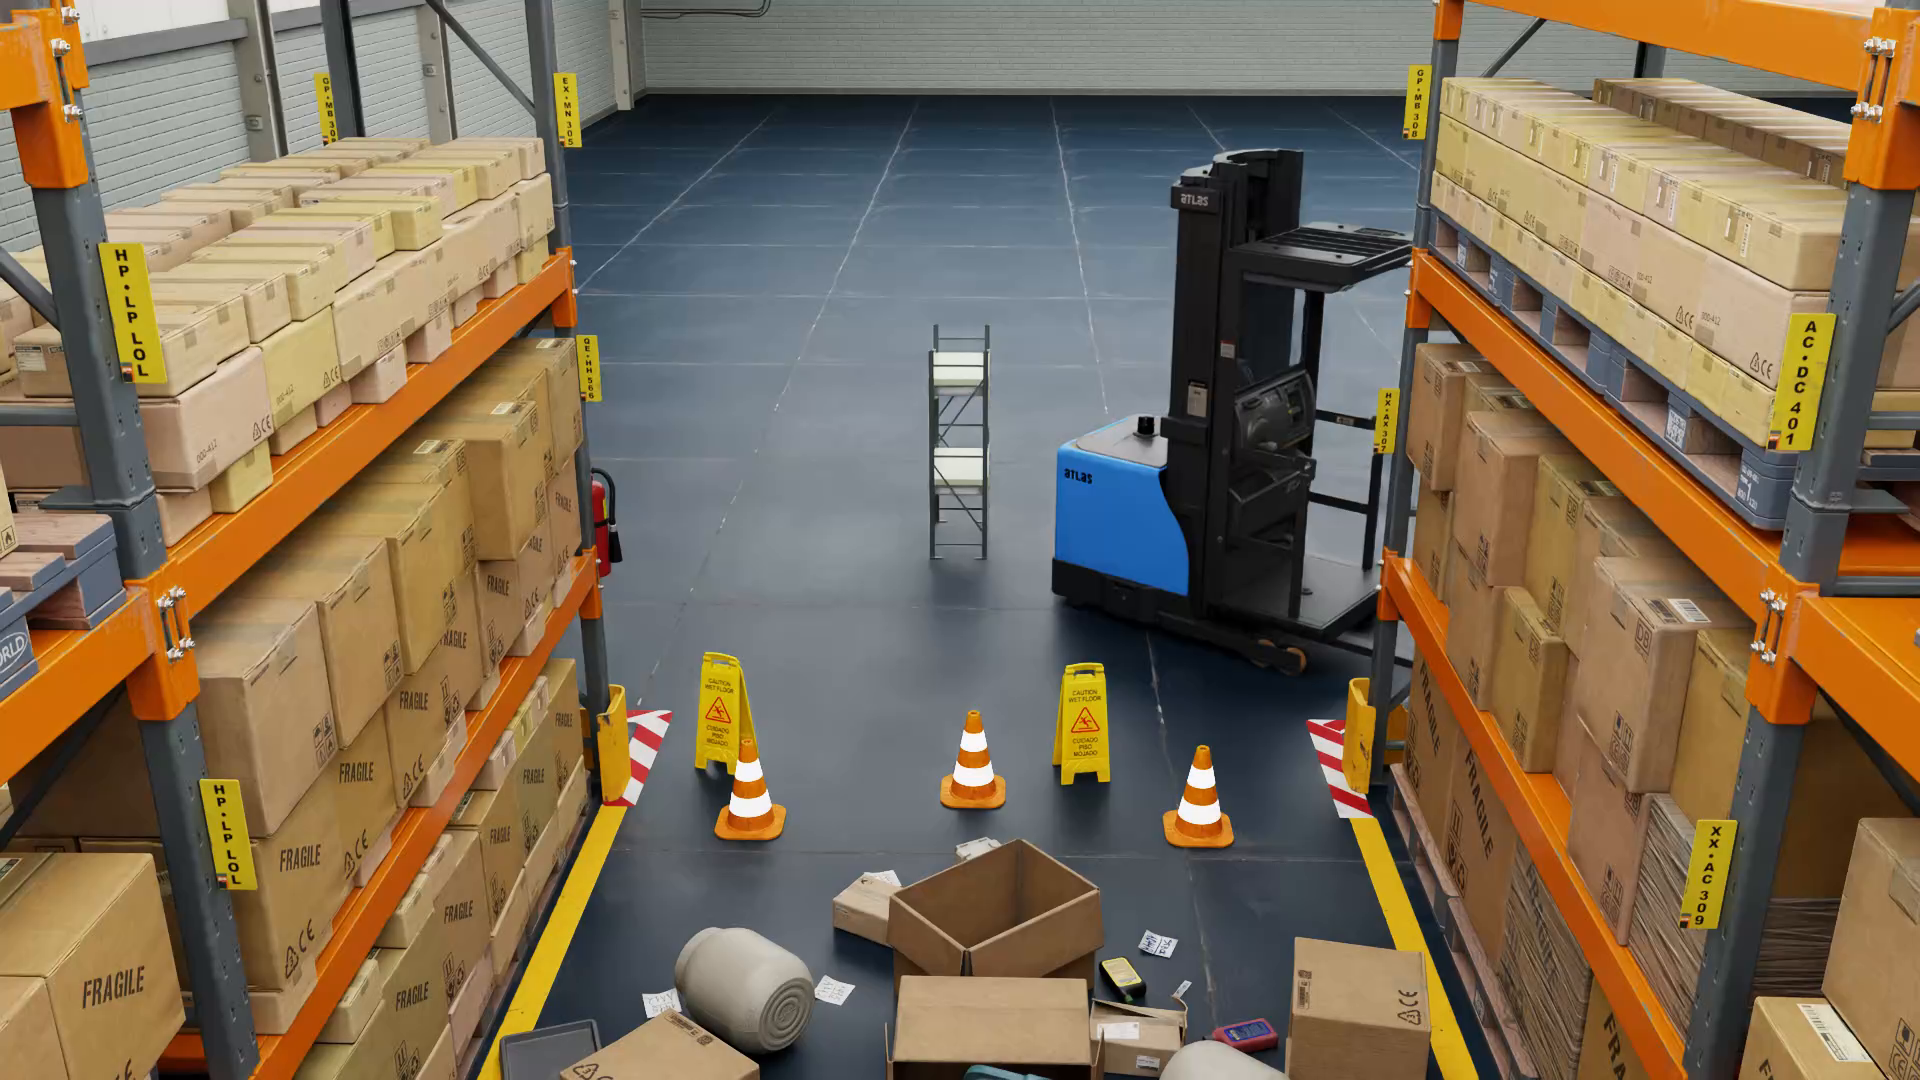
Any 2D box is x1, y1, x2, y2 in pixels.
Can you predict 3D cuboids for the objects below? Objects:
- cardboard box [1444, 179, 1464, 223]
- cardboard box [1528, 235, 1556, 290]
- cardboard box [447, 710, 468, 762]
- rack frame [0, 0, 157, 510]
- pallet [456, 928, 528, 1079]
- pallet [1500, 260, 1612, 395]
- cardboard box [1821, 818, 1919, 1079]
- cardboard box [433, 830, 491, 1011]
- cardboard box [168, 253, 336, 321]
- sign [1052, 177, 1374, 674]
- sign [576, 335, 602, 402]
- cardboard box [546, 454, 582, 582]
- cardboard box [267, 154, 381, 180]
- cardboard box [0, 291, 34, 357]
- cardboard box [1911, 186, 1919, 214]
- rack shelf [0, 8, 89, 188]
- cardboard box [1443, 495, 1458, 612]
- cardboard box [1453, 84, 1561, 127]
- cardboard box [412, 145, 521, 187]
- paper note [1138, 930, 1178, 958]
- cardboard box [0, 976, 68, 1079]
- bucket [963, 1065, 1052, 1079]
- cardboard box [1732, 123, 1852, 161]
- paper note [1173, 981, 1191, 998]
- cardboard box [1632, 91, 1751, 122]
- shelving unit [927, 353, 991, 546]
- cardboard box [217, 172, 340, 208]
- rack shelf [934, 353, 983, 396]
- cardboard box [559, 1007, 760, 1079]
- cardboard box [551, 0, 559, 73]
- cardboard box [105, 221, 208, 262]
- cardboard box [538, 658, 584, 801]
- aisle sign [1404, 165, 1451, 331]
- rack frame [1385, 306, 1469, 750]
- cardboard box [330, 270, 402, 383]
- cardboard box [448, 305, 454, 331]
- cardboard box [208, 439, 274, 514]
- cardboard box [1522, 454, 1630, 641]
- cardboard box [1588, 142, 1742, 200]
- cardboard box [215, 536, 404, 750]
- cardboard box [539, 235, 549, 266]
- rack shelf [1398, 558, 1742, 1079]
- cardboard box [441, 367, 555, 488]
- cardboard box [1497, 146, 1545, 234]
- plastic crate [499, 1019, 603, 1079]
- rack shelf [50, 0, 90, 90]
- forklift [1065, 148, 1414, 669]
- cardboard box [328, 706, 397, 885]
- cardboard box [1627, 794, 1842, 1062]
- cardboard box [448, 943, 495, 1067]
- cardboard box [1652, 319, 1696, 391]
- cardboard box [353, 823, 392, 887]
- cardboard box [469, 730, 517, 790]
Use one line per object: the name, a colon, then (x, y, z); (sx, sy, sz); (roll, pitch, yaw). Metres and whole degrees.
cardboard box: (2.285, -1.439, 7.074); (0.380, 0.149, 0.250); (1, 21, 2)
cardboard box: (2.246, -0.983, 5.898); (0.380, 0.149, 0.250); (1, 21, 2)
cardboard box: (-2.092, 0.753, 6.289); (0.380, 0.149, 0.250); (1, 21, 1)
rack frame: (-2.450, -1.497, 3.446); (1.000, 3.000, 0.127); (1, 21, 2)
pallet: (-2.468, 2.619, 4.987); (1.045, 0.211, 5.110); (1, 21, 2)
pallet: (2.576, -0.775, 5.855); (1.003, 0.211, 1.213); (1, 21, 2)
cardboard box: (2.492, 0.985, 3.823); (0.700, 0.500, 0.500); (0, 21, 1)
cardboard box: (-2.140, 1.445, 6.342); (0.500, 0.500, 0.500); (2, 21, 4)
cardboard box: (-2.084, -0.748, 4.907); (0.380, 0.149, 0.250); (0, 21, 1)
sign: (1.620, -0.853, 10.319); (2.177, 2.768, 2.025); (1, 21, 2)
sign: (-1.774, -0.820, 7.958); (0.100, 0.325, 0.005); (1, 21, 2)
cardboard box: (-2.069, -0.132, 7.673); (0.500, 0.500, 0.500); (0, 21, 1)
cardboard box: (-2.604, -1.492, 6.826); (0.380, 0.149, 0.250); (1, 21, 2)
cardboard box: (-2.727, -0.565, 4.436); (0.380, 0.149, 0.250); (0, 21, 0)
cardboard box: (2.874, -0.981, 4.790); (0.380, 0.149, 0.250); (0, 21, 1)
rack shelf: (-2.511, -0.252, 1.785); (1.077, 0.370, 4.000); (1, 21, 2)
cardboard box: (2.662, 0.136, 7.325); (0.875, 0.550, 0.550); (1, 21, 2)
cardboard box: (2.286, -1.816, 6.942); (0.380, 0.149, 0.250); (1, 21, 2)
cardboard box: (-2.090, -1.581, 7.055); (0.380, 0.149, 0.250); (1, 21, 3)
paper note: (0.879, 1.790, 7.376); (0.144, 0.017, 0.142); (8, 23, 20)
cardboard box: (-2.248, 1.268, 3.485); (0.500, 0.500, 0.500); (1, 21, 2)
bucket: (0.201, 2.061, 4.995); (0.726, 0.611, 0.620); (8, 33, 20)
cardboard box: (2.905, -1.347, 5.732); (0.380, 0.149, 0.250); (1, 21, 2)
paper note: (0.947, 1.913, 7.084); (0.032, 0.001, 0.123); (13, 25, 29)
cardboard box: (2.858, 0.856, 2.749); (0.691, 2.098, 9.463); (0, 21, -1)
shelving unit: (0.000, -0.700, 11.759); (0.431, 1.308, 0.731); (1, 21, 2)
cardboard box: (-4.865, -0.589, 6.432); (4.904, 1.547, 0.749); (0, 21, 1)
rack shelf: (0.000, -1.157, 11.587); (0.368, 0.124, 0.686); (1, 21, 2)
cardboard box: (-1.057, 2.092, 5.943); (0.500, 0.500, 0.500); (18, 27, 38)
cardboard box: (-3.179, -11.385, 28.930); (9.106, 9.000, 0.560); (0, 21, 1)
cardboard box: (-2.686, -0.940, 5.403); (0.380, 0.149, 0.250); (1, 21, 2)
cardboard box: (-2.092, 0.883, 7.791); (0.500, 0.500, 0.500); (1, 21, 2)
aisle sign: (2.325, -1.369, 7.817); (0.394, 0.787, 0.004); (1, 21, 2)
rack frame: (2.626, -0.128, 8.213); (0.949, 2.616, 0.053); (1, 21, 2)
cardboard box: (-2.128, -0.691, 5.312); (0.500, 0.250, 0.500); (1, 21, 2)
cardboard box: (-2.126, -0.833, 6.229); (0.380, 0.149, 0.250); (0, 21, 0)
cardboard box: (-2.129, -0.185, 4.560); (0.380, 0.149, 0.250); (1, 21, 2)
cardboard box: (2.609, 0.026, 6.115); (0.875, 0.550, 0.500); (1, 21, 2)
cardboard box: (2.233, -1.169, 5.276); (0.380, 0.149, 0.250); (0, 21, 1)
cardboard box: (-2.182, 0.308, 5.158); (0.700, 0.500, 0.500); (1, 21, 2)
cardboard box: (-2.060, -1.295, 7.421); (0.380, 0.149, 0.250); (1, 21, 2)
rack shelf: (2.562, 0.806, 6.431); (0.919, 0.052, 3.809); (1, 21, 2)
cardboard box: (-2.148, -0.428, 7.052); (0.700, 0.500, 0.500); (1, 21, 2)
cardboard box: (2.322, -1.300, 6.164); (0.500, 0.250, 0.500); (0, 21, 1)
plastic crate: (-1.583, 2.103, 6.499); (0.402, 0.080, 0.583); (-7, 22, -17)
rack shelf: (-2.389, -1.883, 5.441); (1.077, 0.370, 4.000); (1, 21, 2)
forklift: (2.071, -0.770, 9.962); (3.031, 2.935, 1.121); (16, 26, 35)
cardboard box: (-2.166, 0.777, 5.330); (0.500, 0.500, 0.500); (1, 21, 1)
cardboard box: (2.500, 1.115, 4.802); (0.875, 0.550, 0.550); (1, 21, 2)
cardboard box: (-2.144, 1.791, 6.487); (0.500, 0.250, 0.500); (0, 21, 1)
cardboard box: (2.206, -0.525, 4.718); (0.380, 0.149, 0.250); (1, 21, 2)
cardboard box: (-2.144, 1.030, 5.576); (0.380, 0.149, 0.250); (1, 21, 3)
cardboard box: (-2.057, 0.900, 6.850); (0.380, 0.149, 0.250); (2, 21, 4)
